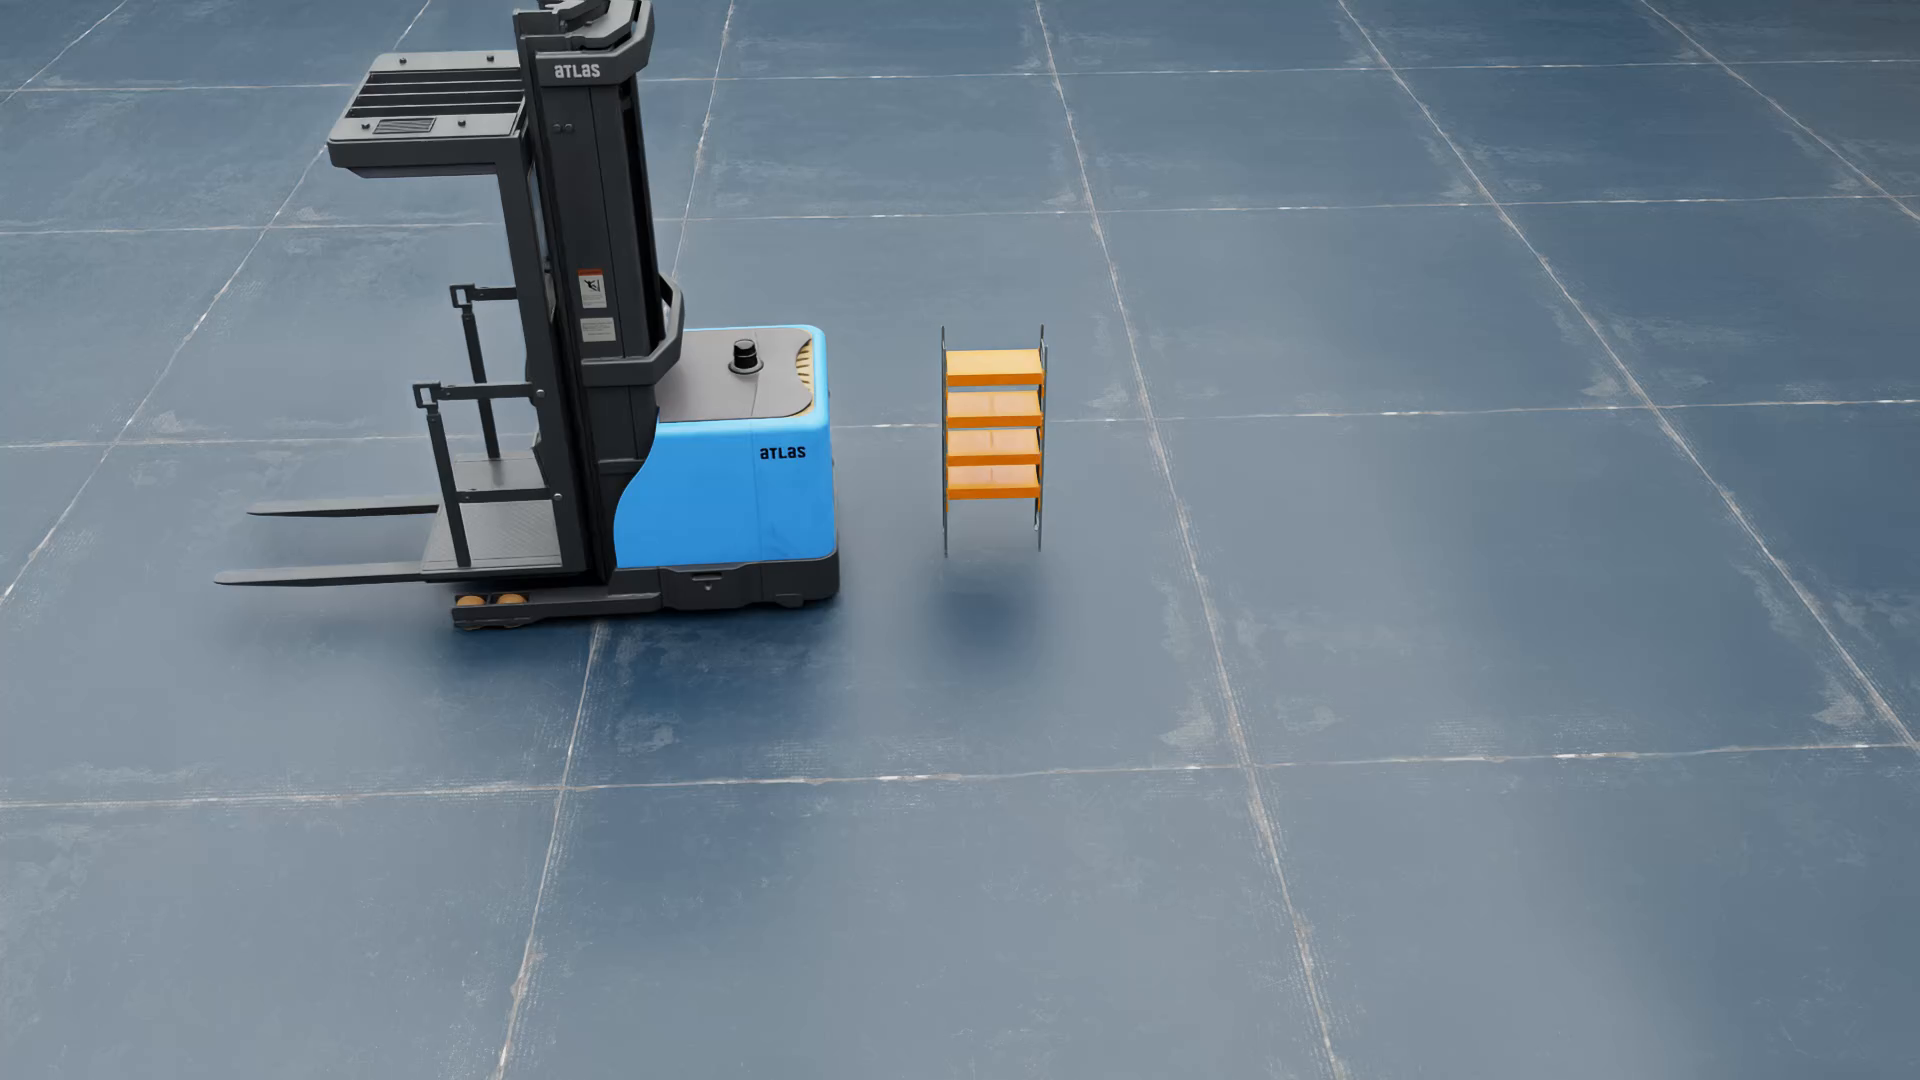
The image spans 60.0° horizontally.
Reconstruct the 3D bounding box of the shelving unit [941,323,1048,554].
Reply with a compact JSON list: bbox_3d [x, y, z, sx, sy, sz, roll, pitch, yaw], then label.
[{"bbox_3d":[0.165,-0.498,8.415,0.503,1.200,0.258,-2,35,-2],"label":"shelving unit"}]

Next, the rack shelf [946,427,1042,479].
[{"bbox_3d":[0.165,-0.443,8.453,0.480,0.148,0.258,-2,35,-2],"label":"rack shelf"}]

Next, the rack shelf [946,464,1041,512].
[{"bbox_3d":[0.165,-0.279,8.566,0.480,0.148,0.258,-2,35,-2],"label":"rack shelf"}]

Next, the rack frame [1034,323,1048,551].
[{"bbox_3d":[0.409,-0.504,8.424,0.015,1.200,0.240,-2,35,-2],"label":"rack frame"}]

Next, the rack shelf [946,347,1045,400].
[{"bbox_3d":[0.165,-0.821,8.191,0.480,0.148,0.258,-2,35,-2],"label":"rack shelf"}]

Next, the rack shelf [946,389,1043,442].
[{"bbox_3d":[0.165,-0.626,8.326,0.480,0.148,0.258,-2,35,-2],"label":"rack shelf"}]

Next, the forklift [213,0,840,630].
[{"bbox_3d":[-2.145,-1.082,7.738,3.031,2.935,1.130,-3,35,-4],"label":"forklift"}]

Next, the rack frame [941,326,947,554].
[{"bbox_3d":[-0.078,-0.491,8.405,0.015,1.200,0.240,-2,35,-2],"label":"rack frame"}]
